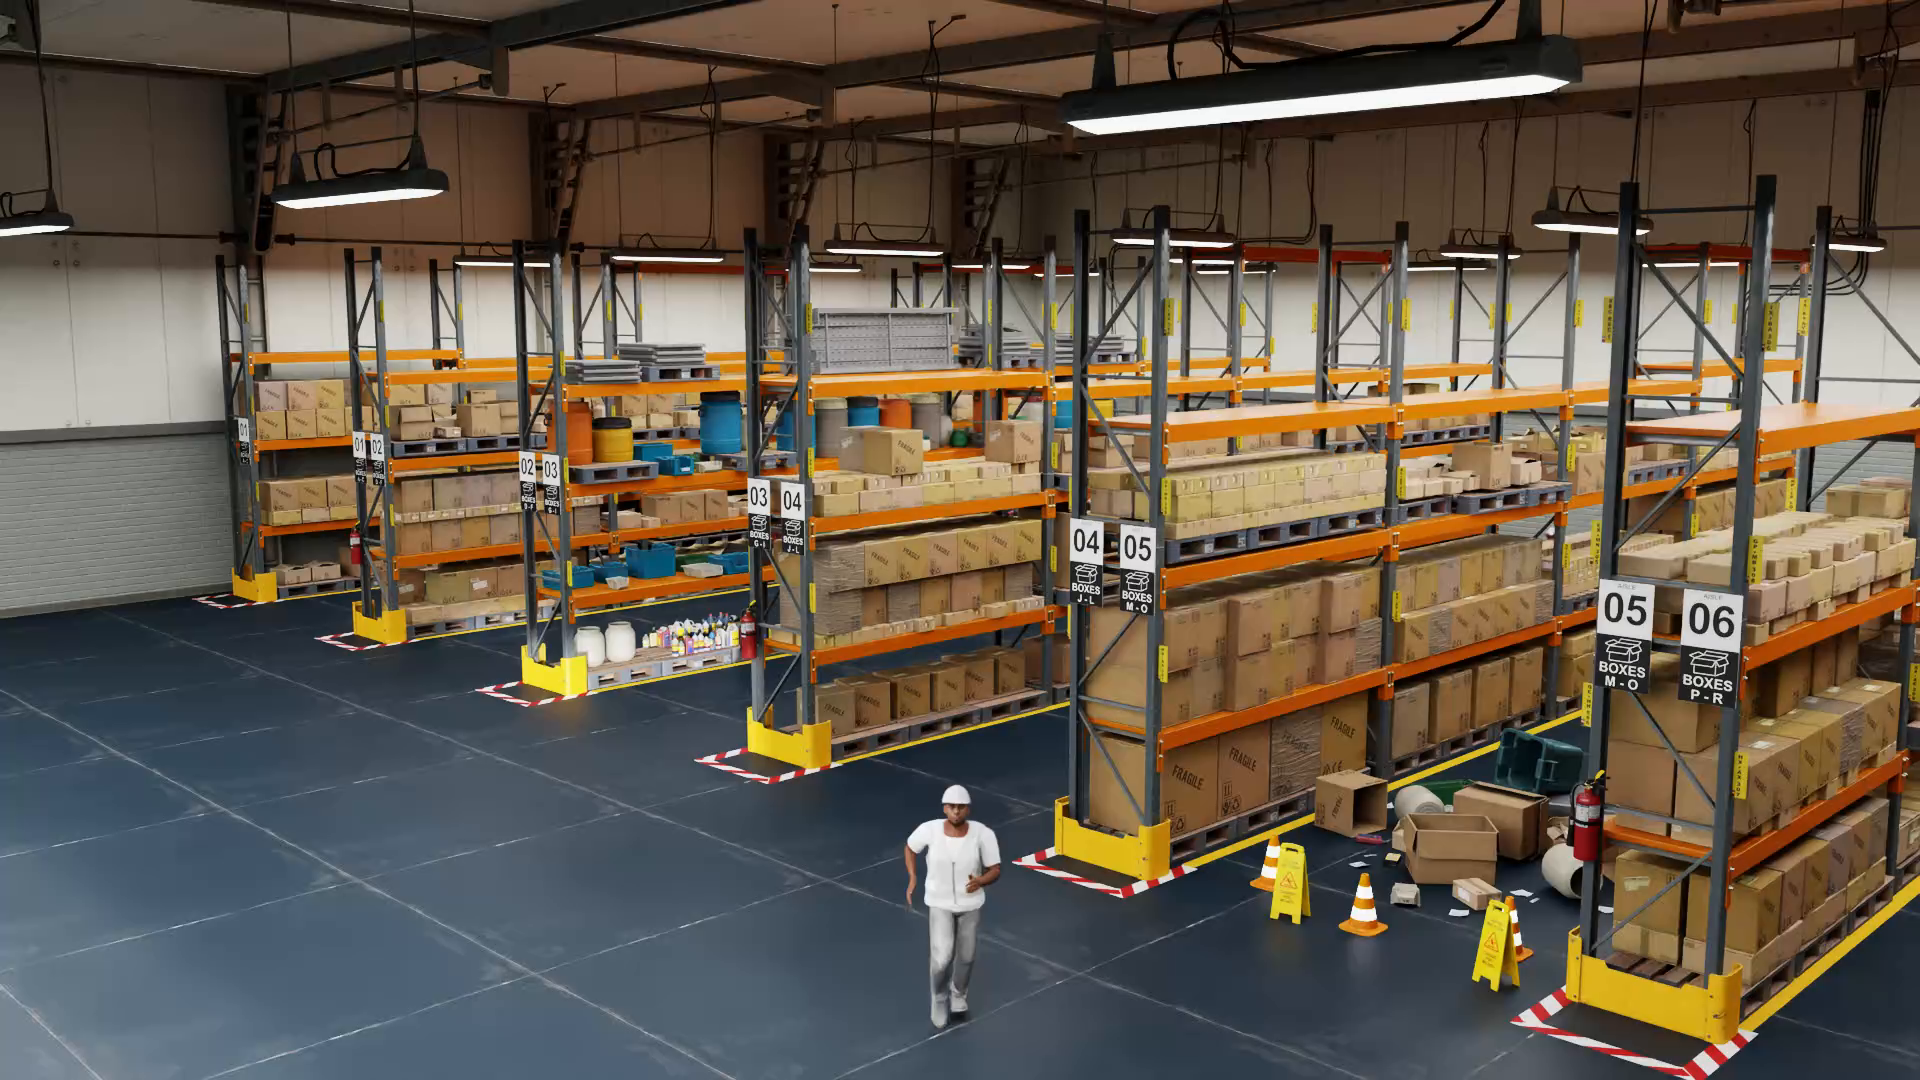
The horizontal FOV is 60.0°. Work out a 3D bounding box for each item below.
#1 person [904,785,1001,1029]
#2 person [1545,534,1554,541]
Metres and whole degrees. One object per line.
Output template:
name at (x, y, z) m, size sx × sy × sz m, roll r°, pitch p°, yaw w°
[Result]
person at (-0.044, 2.625, 11.894) m, size 0.676 × 1.769 × 0.698 m, roll -1°, pitch 8°, yaw -5°
person at (9.059, 0.733, 25.373) m, size 0.820 × 1.778 × 0.633 m, roll -7°, pitch 11°, yaw -41°
